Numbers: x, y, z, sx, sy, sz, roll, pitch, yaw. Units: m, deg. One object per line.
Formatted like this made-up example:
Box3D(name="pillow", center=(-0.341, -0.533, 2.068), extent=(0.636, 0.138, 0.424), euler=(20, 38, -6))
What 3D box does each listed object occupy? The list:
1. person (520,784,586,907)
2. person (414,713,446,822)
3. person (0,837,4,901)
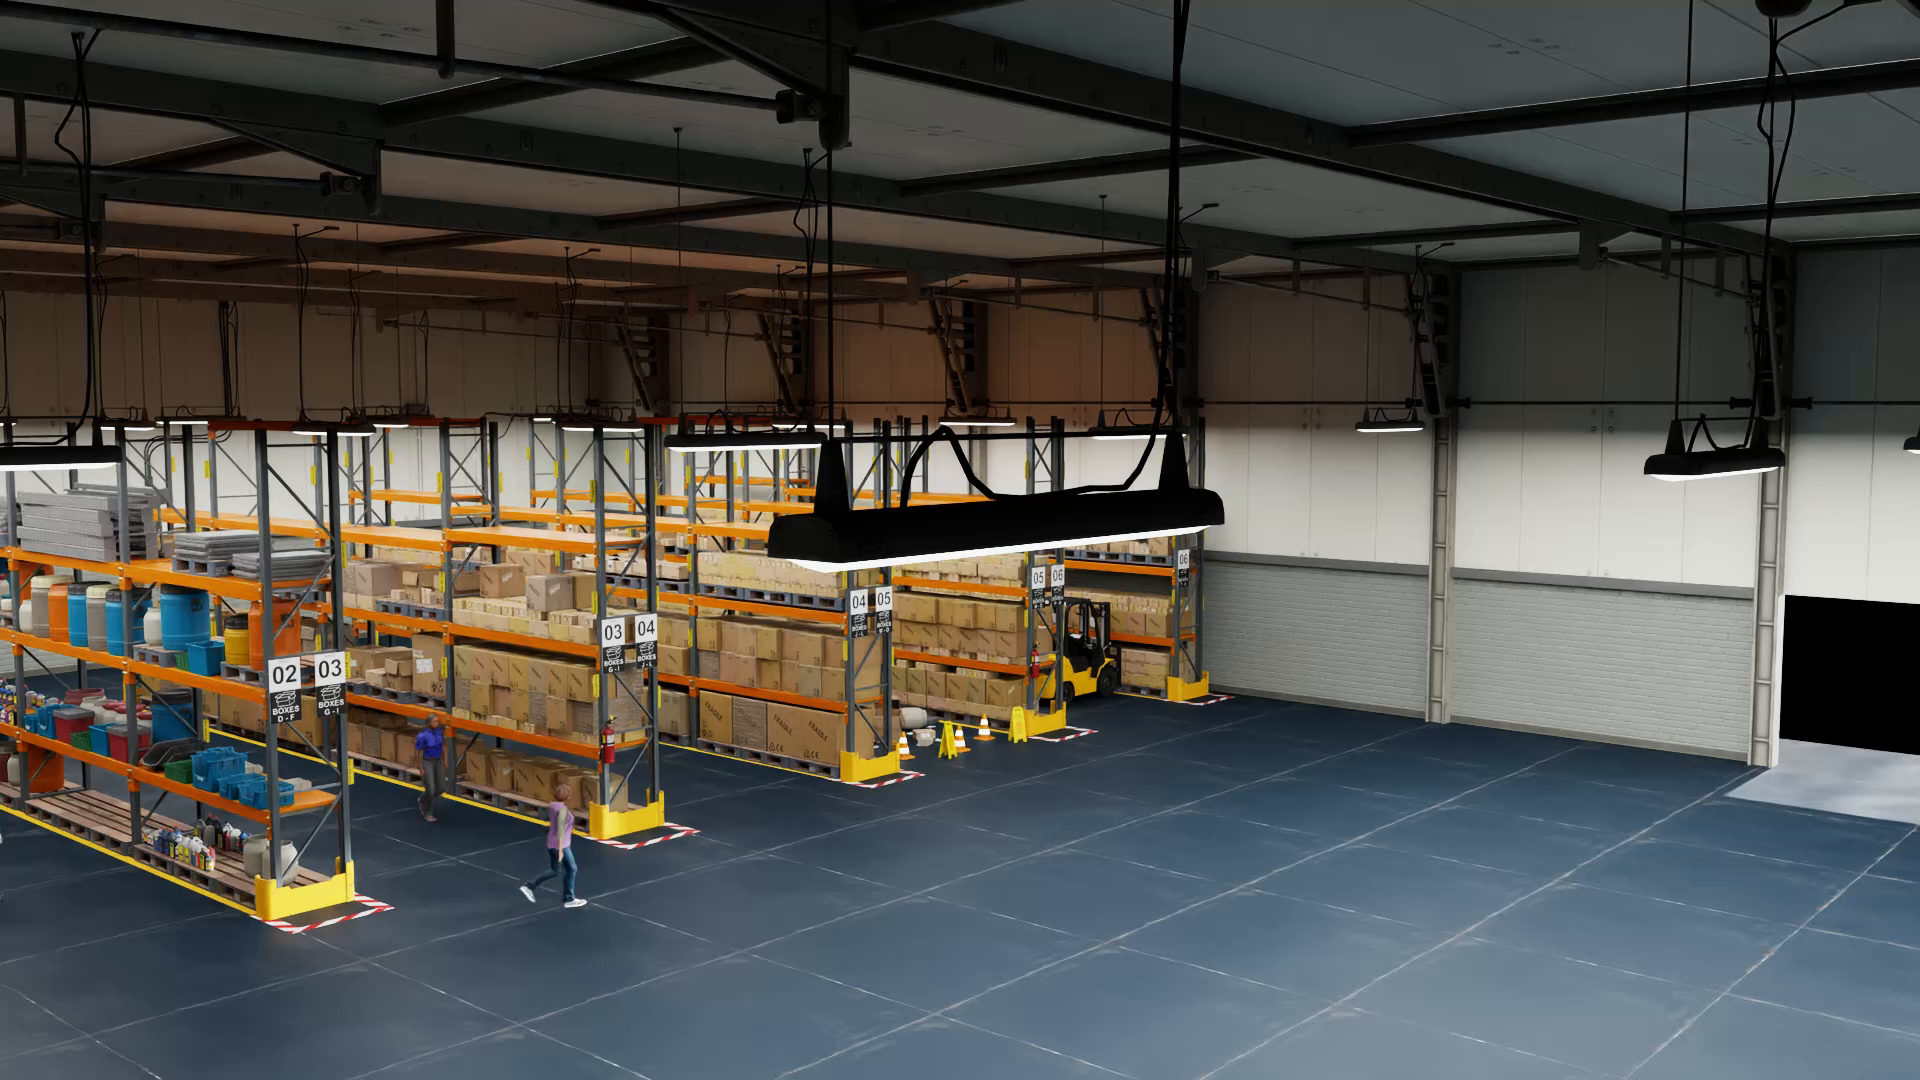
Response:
Box3D(name="person", center=(-5.072, 3.817, 20.702), extent=(0.795, 1.558, 0.452), euler=(-2, 5, -24))
Box3D(name="person", center=(-8.085, 3.427, 25.267), extent=(0.554, 1.640, 0.540), euler=(3, 6, 32))
Box3D(name="person", center=(-12.398, 3.746, 20.992), extent=(1.019, 1.628, 0.528), euler=(1, 5, 12))
